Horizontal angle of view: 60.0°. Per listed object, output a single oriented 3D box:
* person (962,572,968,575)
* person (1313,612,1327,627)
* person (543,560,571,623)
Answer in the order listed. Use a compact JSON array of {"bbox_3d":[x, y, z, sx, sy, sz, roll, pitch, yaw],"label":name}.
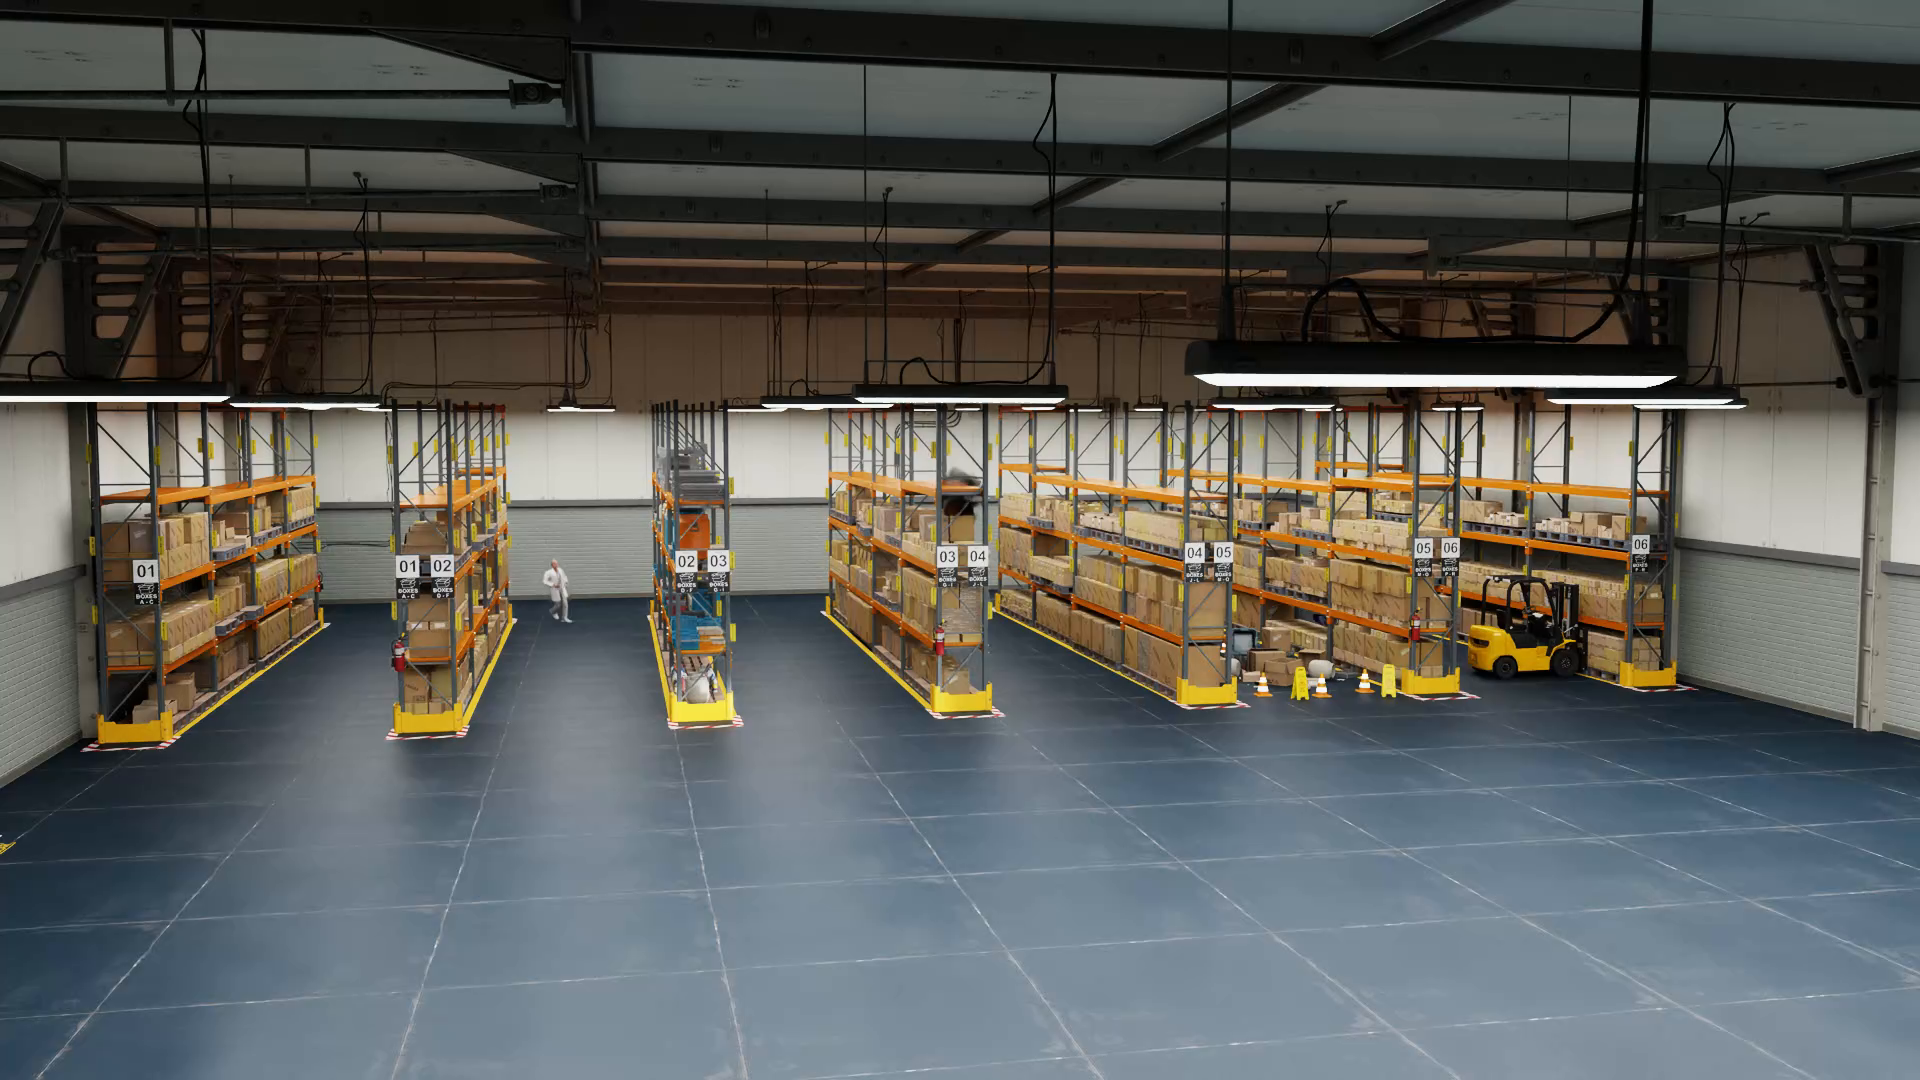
[{"bbox_3d":[0.265,1.289,46.904,0.672,1.806,0.897,-1,4,-10],"label":"person"},{"bbox_3d":[9.349,1.684,42.819,0.581,1.609,0.601,-1,4,-13],"label":"person"},{"bbox_3d":[-11.145,1.414,45.848,0.833,1.726,0.752,4,6,45],"label":"person"}]
